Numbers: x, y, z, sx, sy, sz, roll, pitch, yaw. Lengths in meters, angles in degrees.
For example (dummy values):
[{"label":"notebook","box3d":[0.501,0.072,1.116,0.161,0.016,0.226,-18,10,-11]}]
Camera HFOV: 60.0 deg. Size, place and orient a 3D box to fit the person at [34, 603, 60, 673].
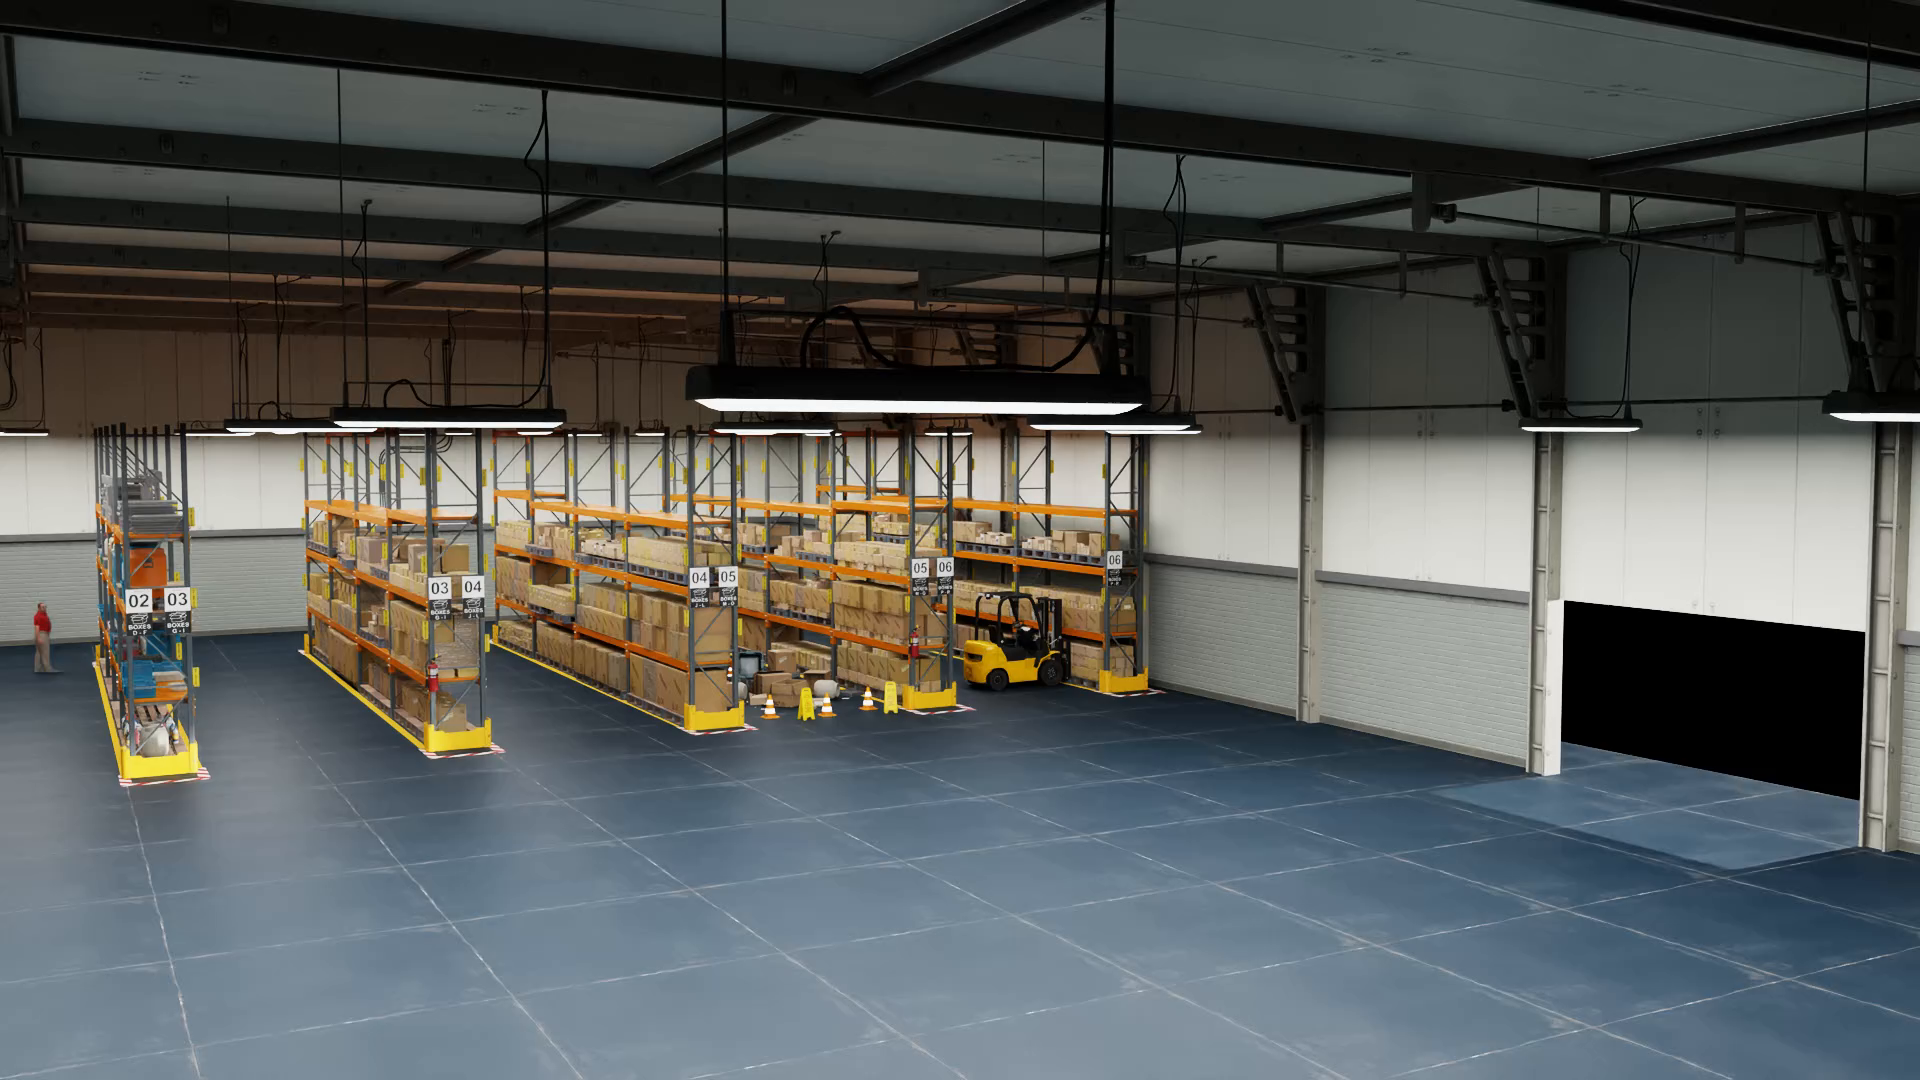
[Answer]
[{"label":"person","box3d":[-22.425,2.394,40.804,0.544,1.724,0.547,-2,4,-27]}]
